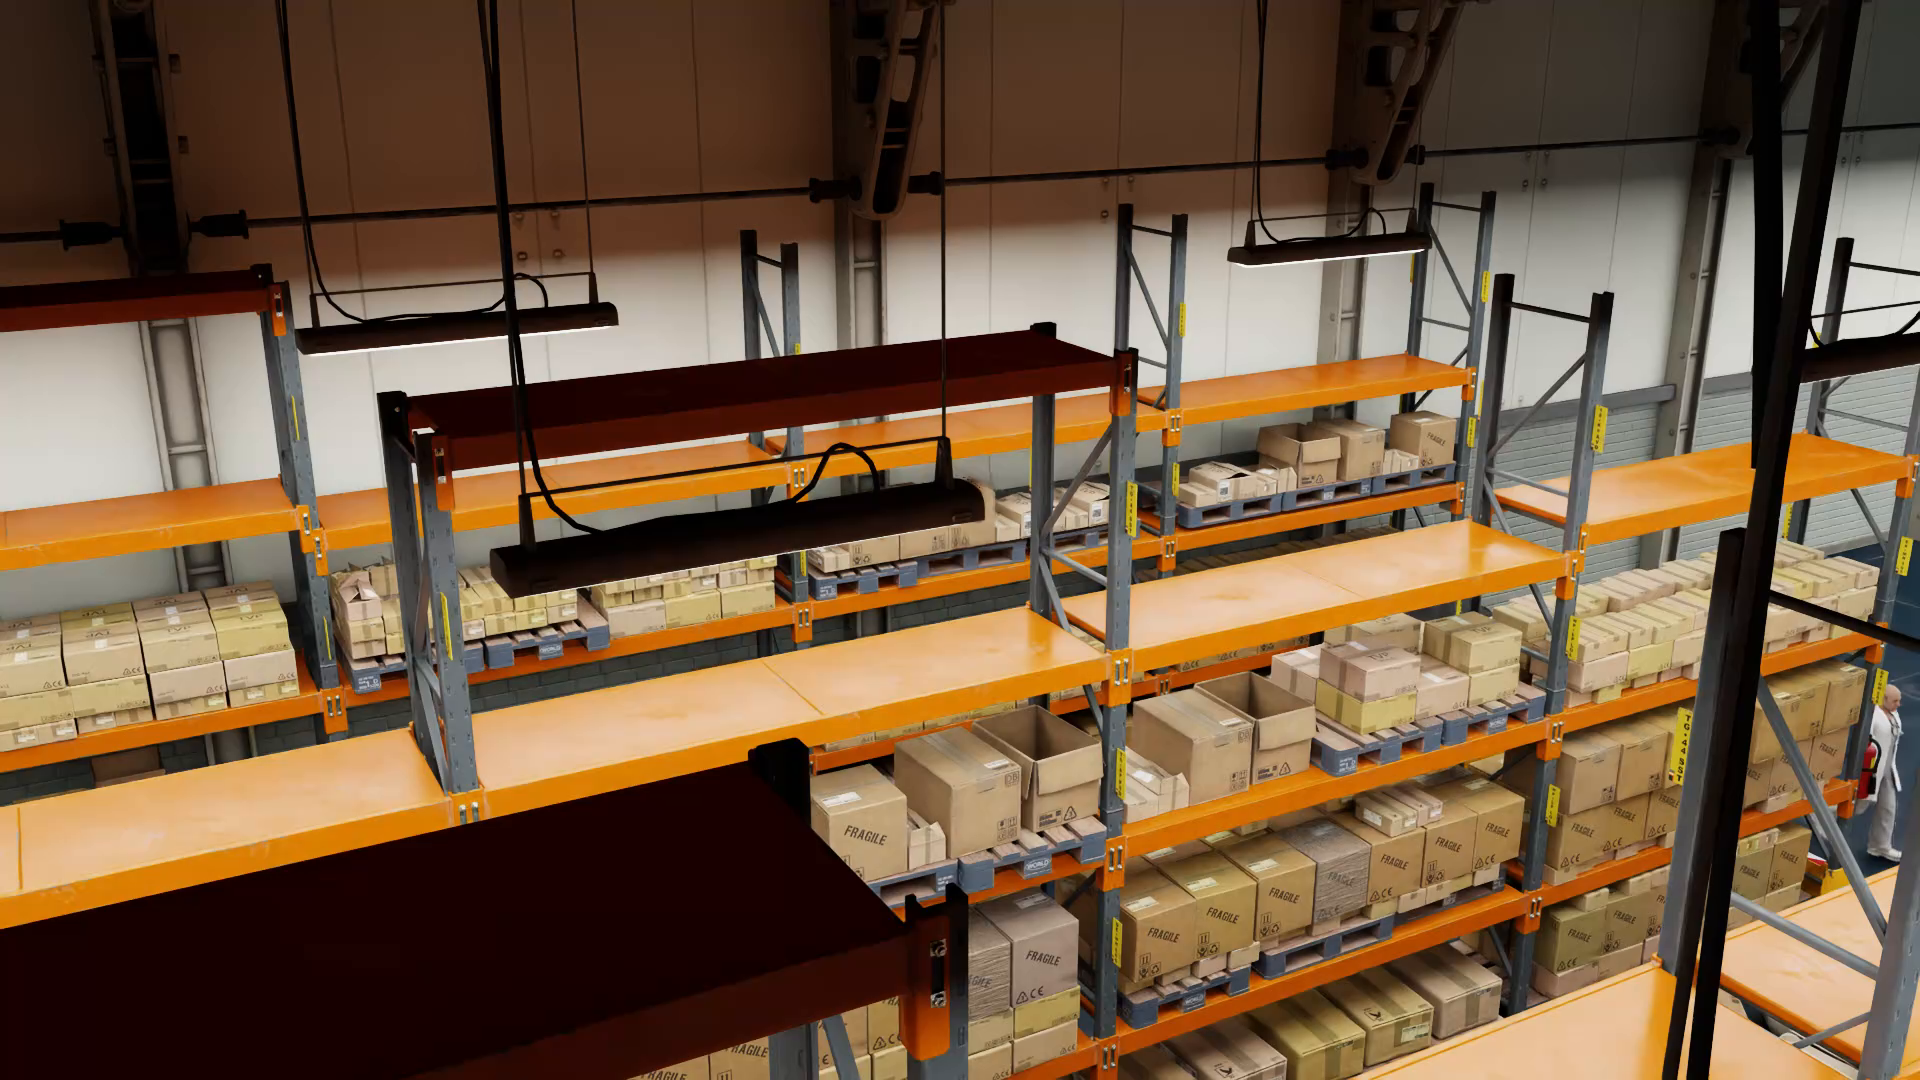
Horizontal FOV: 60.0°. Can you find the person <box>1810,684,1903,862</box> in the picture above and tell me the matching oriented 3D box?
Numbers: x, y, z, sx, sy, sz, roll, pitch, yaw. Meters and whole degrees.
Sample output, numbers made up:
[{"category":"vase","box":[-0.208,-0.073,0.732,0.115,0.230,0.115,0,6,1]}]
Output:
[{"category":"person","box":[8.779,2.193,16.047,0.628,1.760,0.916,-10,21,-27]}]
